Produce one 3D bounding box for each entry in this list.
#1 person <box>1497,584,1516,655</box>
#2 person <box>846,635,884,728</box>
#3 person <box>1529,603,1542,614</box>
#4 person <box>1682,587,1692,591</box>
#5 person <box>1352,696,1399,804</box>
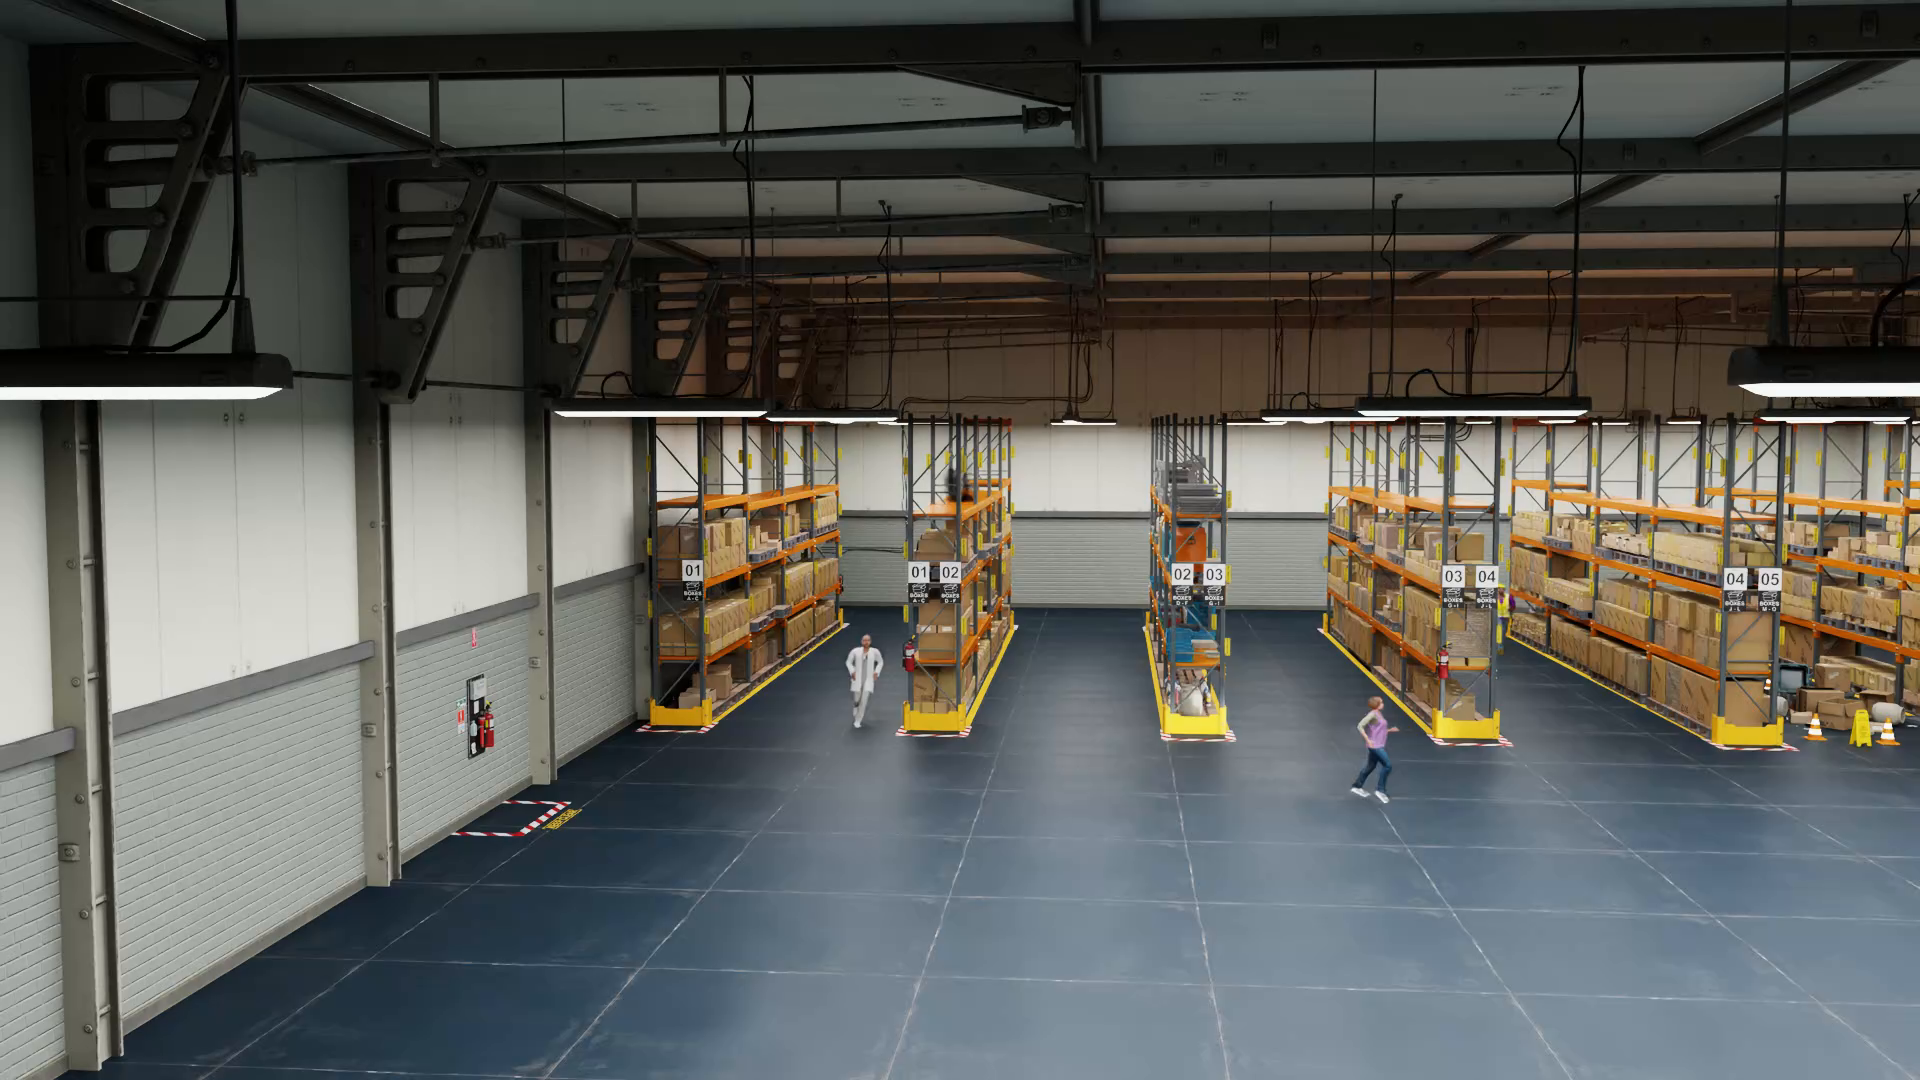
[{"bbox_3d":[13.801,1.994,42.345,0.685,1.776,0.898,1,4,9],"label":"person"},{"bbox_3d":[-1.836,2.710,32.166,0.727,1.755,0.780,0,4,-7],"label":"person"},{"bbox_3d":[16.437,1.677,47.237,0.717,1.813,0.772,-3,5,-36],"label":"person"},{"bbox_3d":[20.592,1.685,47.115,0.591,1.716,0.746,2,4,31],"label":"person"},{"bbox_3d":[6.364,3.214,25.477,0.710,1.629,0.503,1,4,20],"label":"person"}]
